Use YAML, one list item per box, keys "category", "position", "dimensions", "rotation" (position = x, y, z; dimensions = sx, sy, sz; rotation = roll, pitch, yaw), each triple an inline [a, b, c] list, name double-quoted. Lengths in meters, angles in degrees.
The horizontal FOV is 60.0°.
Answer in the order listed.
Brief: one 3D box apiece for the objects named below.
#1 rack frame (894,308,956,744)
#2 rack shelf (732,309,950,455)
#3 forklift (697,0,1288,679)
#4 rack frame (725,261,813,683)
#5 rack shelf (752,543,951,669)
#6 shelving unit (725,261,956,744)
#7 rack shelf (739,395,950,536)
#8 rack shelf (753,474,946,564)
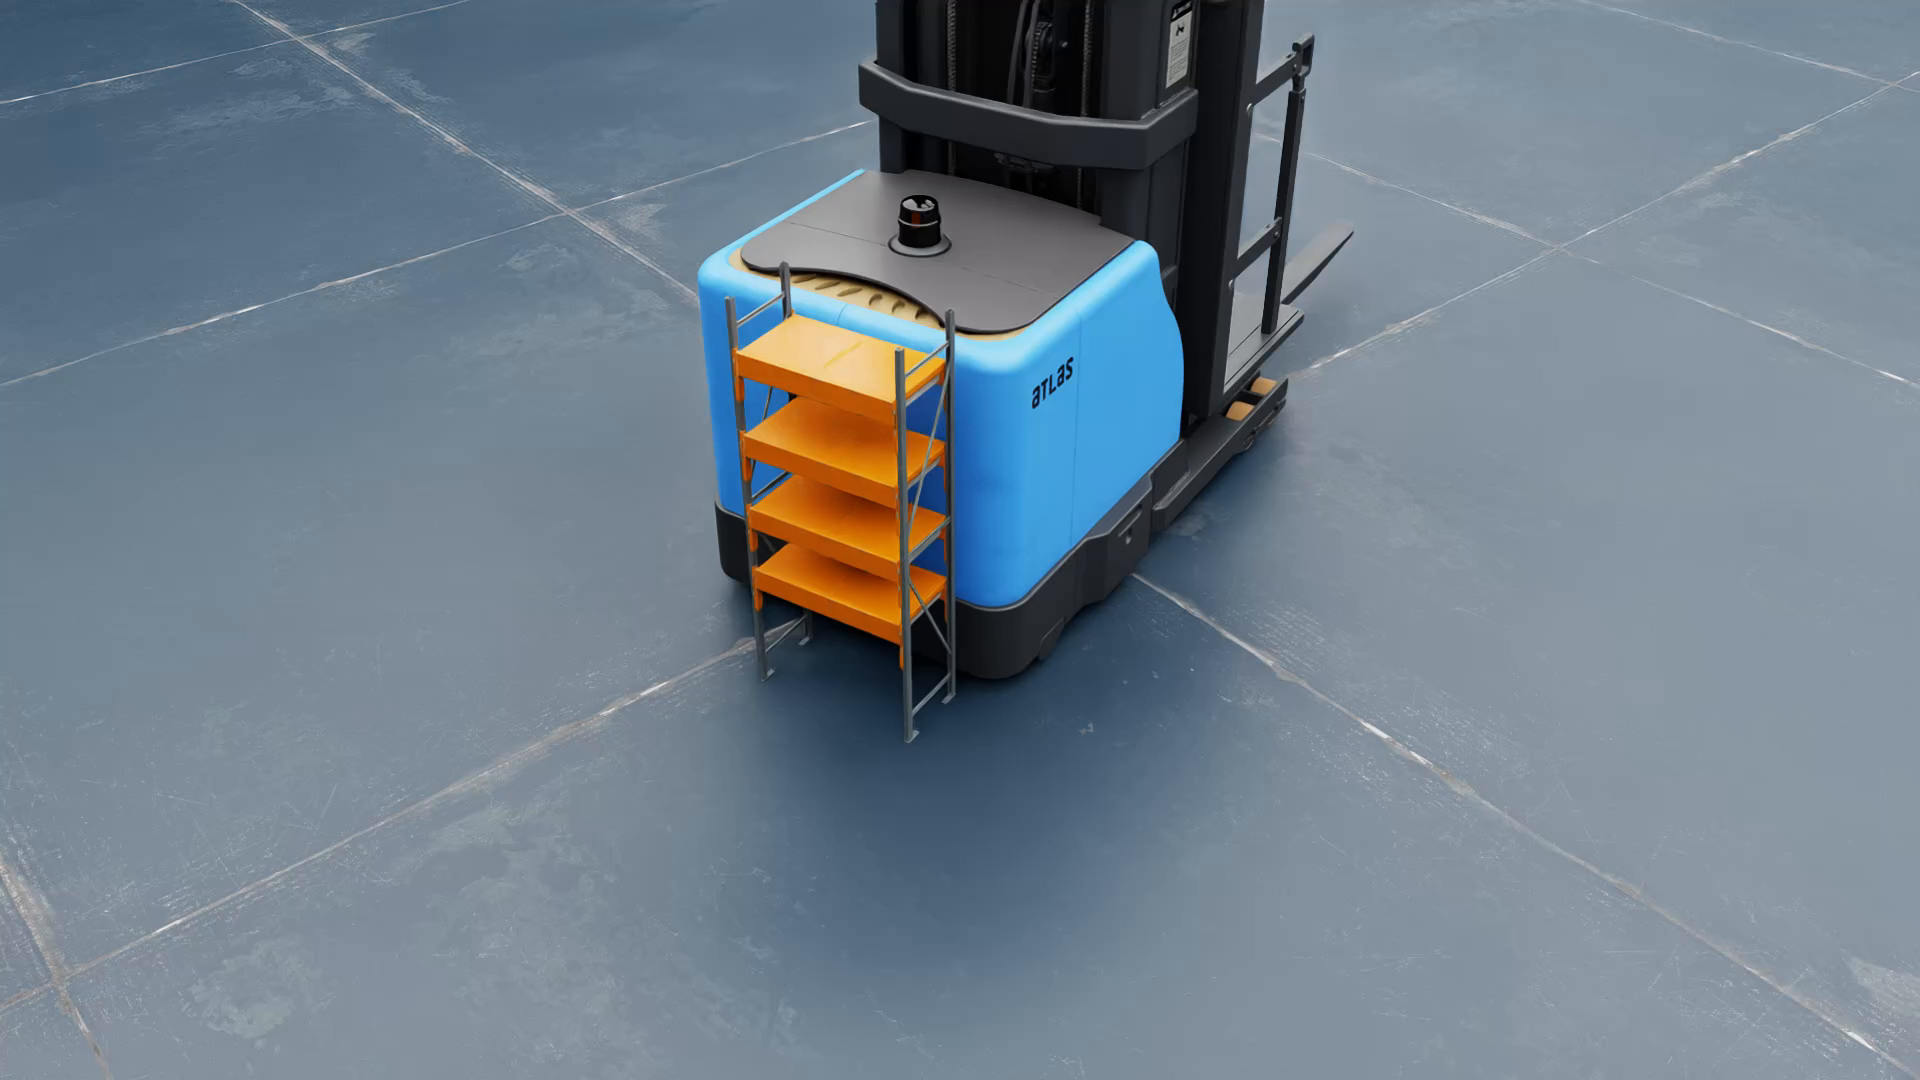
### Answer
- category: "rack frame"
  position: [-0.081, -0.001, 4.213]
  dimensions: [0.015, 1.200, 0.240]
  rotation: [20, 40, 25]
- category: "rack shelf"
  position: [-0.289, -0.395, 4.090]
  dimensions: [0.480, 0.148, 0.258]
  rotation: [20, 40, 25]
- category: "forklift"
  position: [0.196, -1.339, 4.659]
  dimensions: [1.129, 2.867, 1.939]
  rotation: [20, 40, 26]
- category: "rack frame"
  position: [-0.497, -0.148, 4.422]
  dimensions: [0.015, 1.200, 0.240]
  rotation: [20, 40, 25]
- category: "rack shelf"
  position: [-0.289, 0.142, 4.471]
  dimensions: [0.480, 0.148, 0.258]
  rotation: [20, 40, 25]
- category: "shelving unit"
  position: [-0.289, -0.075, 4.317]
  dimensions: [0.503, 1.200, 0.258]
  rotation: [20, 40, 25]
- category: "rack shelf"
  position: [-0.289, -0.202, 4.227]
  dimensions: [0.480, 0.148, 0.258]
  rotation: [20, 40, 25]
- category: "rack shelf"
  position: [-0.289, -0.052, 4.334]
  dimensions: [0.457, 0.050, 0.221]
  rotation: [20, 40, 25]
